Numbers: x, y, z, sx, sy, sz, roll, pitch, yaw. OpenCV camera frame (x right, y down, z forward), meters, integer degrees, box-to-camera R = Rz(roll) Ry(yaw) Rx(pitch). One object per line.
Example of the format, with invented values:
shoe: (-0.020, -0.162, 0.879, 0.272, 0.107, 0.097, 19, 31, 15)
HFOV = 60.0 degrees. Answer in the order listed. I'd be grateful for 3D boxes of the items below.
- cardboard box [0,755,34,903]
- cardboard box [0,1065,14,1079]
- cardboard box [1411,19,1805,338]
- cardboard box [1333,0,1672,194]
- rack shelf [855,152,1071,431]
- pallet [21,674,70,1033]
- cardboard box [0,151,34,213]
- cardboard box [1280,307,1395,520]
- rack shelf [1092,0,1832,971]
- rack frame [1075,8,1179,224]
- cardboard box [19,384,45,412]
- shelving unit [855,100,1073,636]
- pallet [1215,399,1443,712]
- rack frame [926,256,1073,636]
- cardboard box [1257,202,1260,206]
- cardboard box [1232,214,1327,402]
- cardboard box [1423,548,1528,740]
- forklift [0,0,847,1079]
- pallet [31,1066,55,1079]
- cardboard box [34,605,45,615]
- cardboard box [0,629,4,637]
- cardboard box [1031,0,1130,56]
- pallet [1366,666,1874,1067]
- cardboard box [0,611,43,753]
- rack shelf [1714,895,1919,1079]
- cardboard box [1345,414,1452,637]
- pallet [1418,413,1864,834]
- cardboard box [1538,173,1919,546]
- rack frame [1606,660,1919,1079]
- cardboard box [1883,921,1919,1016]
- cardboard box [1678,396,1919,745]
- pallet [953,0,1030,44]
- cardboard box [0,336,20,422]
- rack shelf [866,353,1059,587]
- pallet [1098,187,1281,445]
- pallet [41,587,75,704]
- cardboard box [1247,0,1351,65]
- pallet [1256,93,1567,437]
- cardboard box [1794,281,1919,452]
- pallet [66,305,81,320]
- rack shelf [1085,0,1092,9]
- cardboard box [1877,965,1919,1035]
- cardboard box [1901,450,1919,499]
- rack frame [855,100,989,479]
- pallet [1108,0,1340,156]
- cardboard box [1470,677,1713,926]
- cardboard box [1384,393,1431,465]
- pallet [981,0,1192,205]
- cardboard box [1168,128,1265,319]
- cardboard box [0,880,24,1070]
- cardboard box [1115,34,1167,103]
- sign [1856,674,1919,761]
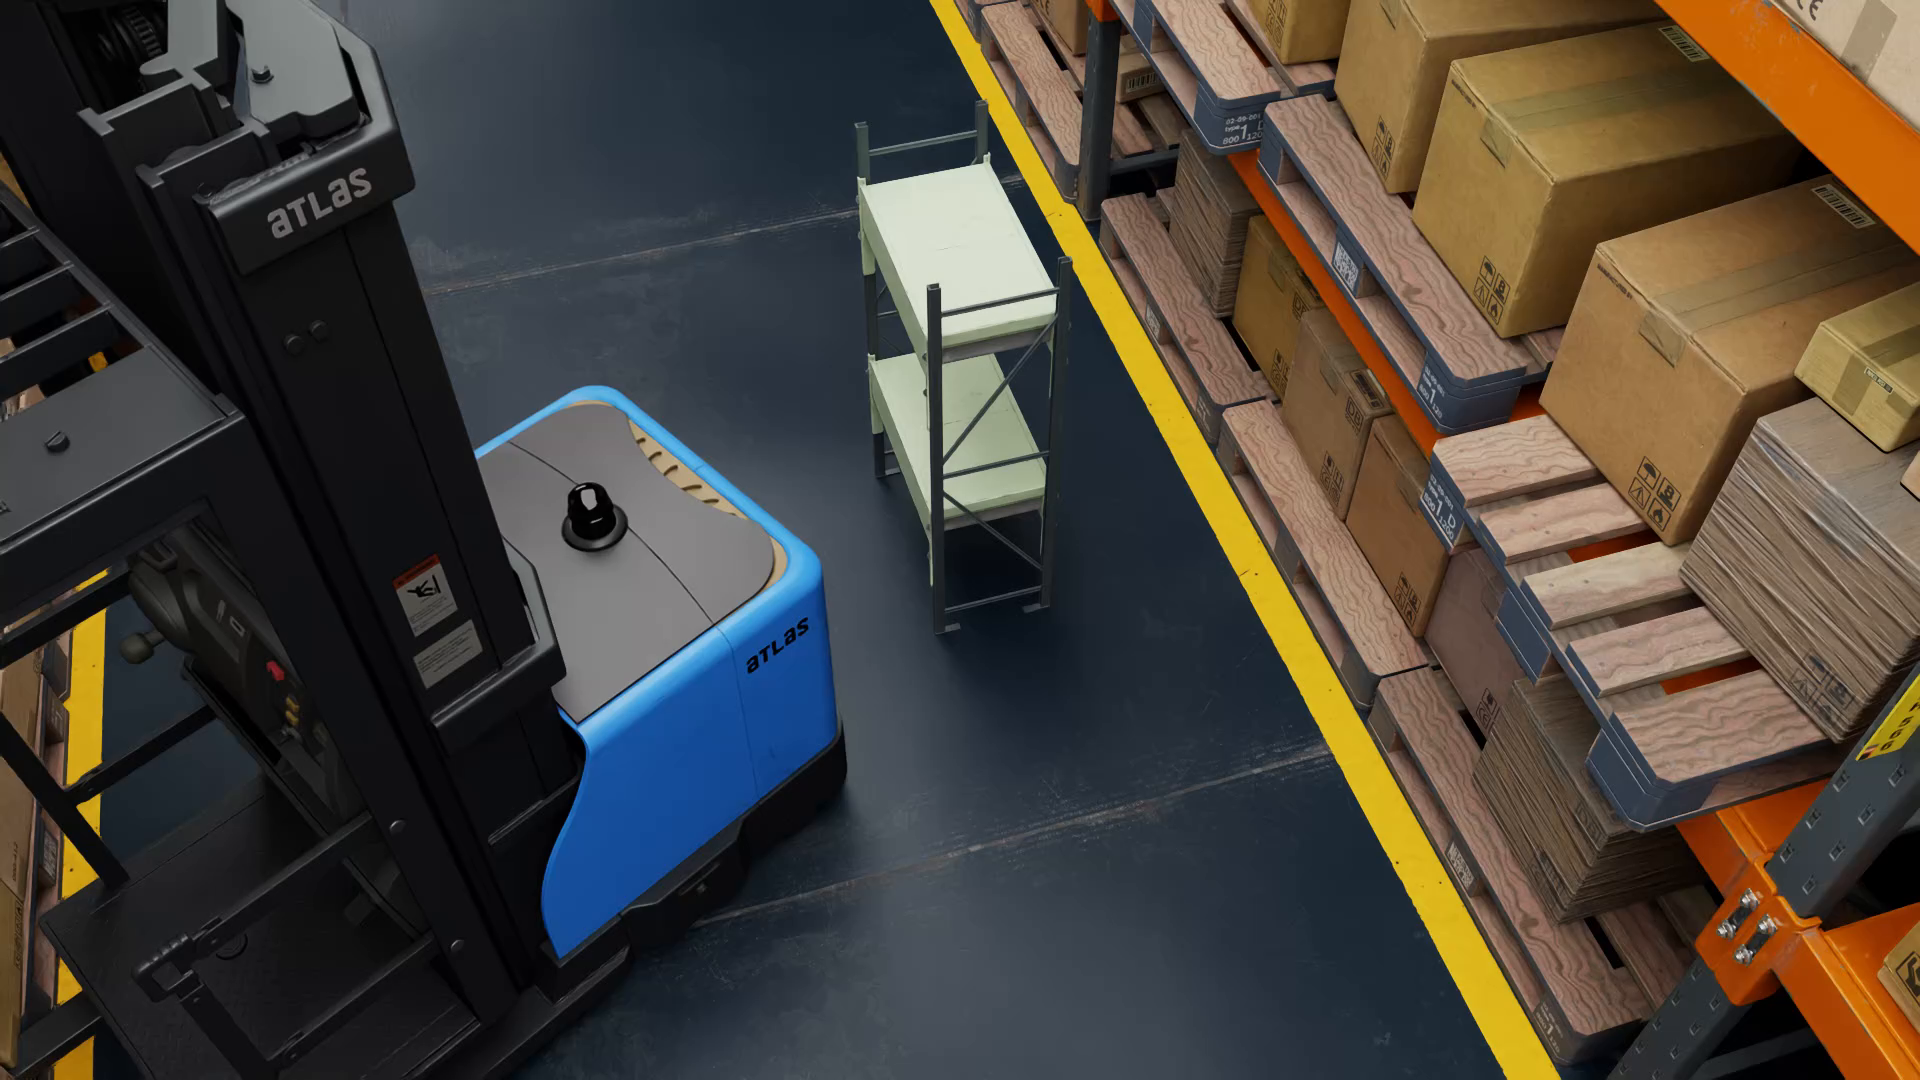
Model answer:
cardboard box: (-2.906, 0.800, 4.637, 0.500, 0.250, 0.500, -12, 51, -10)
cardboard box: (-2.596, 1.553, 4.002, 0.500, 0.250, 0.500, -15, 51, -12)
cardboard box: (1.621, -0.924, 4.214, 0.700, 0.500, 0.500, -13, 51, -11)
cardboard box: (1.477, -1.337, 4.562, 0.700, 0.500, 0.500, -7, 50, -6)
rack shelf: (-0.002, -0.740, 4.882, 0.431, 0.370, 0.720, -13, 51, -11)
pallet: (-3.135, 1.018, 4.754, 1.003, 0.211, 1.213, -13, 51, -11)
cardboard box: (-3.593, -1.203, 5.836, 0.500, 0.500, 0.500, -13, 51, -11)
cardboard box: (1.523, -0.480, 5.540, 0.700, 0.500, 0.500, -13, 51, -11)
rack shelf: (1.568, -0.733, 4.877, 1.077, 0.370, 4.000, -13, 51, -11)
rack frame: (0.976, -2.426, 5.833, 1.000, 3.000, 0.127, -13, 51, -11)
cardboard box: (-3.355, -0.315, 5.577, 0.500, 0.250, 0.500, -14, 51, -11)
shelving unit: (-0.002, -0.488, 5.181, 0.431, 1.500, 0.755, -13, 51, -11)
pallet: (1.572, -0.066, 5.668, 1.003, 0.211, 1.213, -13, 51, -11)
rack frame: (0.106, -0.221, 4.955, 0.400, 1.500, 0.023, -13, 51, -11)
cardboard box: (1.343, -1.149, 5.613, 0.500, 0.250, 0.500, -14, 51, -12)
cardboard box: (1.411, -0.862, 5.862, 0.700, 0.500, 0.500, -14, 51, -12)
cardboard box: (1.855, 0.243, 4.931, 0.700, 0.500, 0.500, -13, 51, -11)
forklift: (-1.743, 0.335, 3.550, 3.031, 2.935, 1.130, -37, 59, -27)
pallet: (-2.778, 1.907, 4.004, 1.003, 0.211, 1.213, -13, 51, -11)
cardboard box: (-3.207, 0.055, 5.266, 0.500, 0.250, 0.500, -14, 51, -12)
cardboard box: (-3.056, 0.242, 4.741, 0.500, 0.311, 0.500, -13, 51, -11)
cardboard box: (0.631, -2.511, 7.252, 0.500, 0.500, 0.500, -17, 52, -14)
pallet: (1.930, 0.823, 4.918, 1.003, 0.211, 1.213, -13, 51, -11)
cardboard box: (-3.055, 0.428, 4.951, 0.500, 0.250, 0.500, -12, 51, -10)
rack shelf: (2.751, 2.188, 2.414, 1.077, 0.370, 4.000, -13, 51, -11)
cardboard box: (1.681, -0.114, 5.231, 0.700, 0.500, 0.500, -14, 51, -11)
pallet: (1.847, 0.061, 3.862, 1.213, 0.211, 1.003, -13, 51, -11)
cardboard box: (1.820, -0.422, 3.790, 0.700, 0.500, 0.500, -18, 52, -14)
rack frame: (2.159, 0.496, 3.370, 1.000, 3.000, 0.127, -13, 51, -11)
cardboard box: (2.058, 0.774, 2.863, 0.500, 0.500, 0.500, -12, 51, -10)
cardboard box: (2.011, -0.019, 3.451, 0.700, 0.500, 0.500, -19, 52, -15)
pallet: (0.380, -2.902, 8.059, 1.003, 0.211, 1.213, -13, 51, -11)
cardboard box: (-3.361, -0.502, 5.368, 0.500, 0.311, 0.500, -13, 51, -11)
rack shelf: (-0.002, -0.278, 5.430, 0.431, 0.370, 0.720, -13, 51, -11)
pallet: (1.208, -0.959, 6.420, 1.003, 0.211, 1.213, -13, 51, -11)
pallet: (-3.499, 0.125, 5.507, 1.003, 0.211, 1.213, -13, 51, -11)
cardboard box: (1.253, -1.811, 4.961, 0.700, 0.500, 0.500, -9, 50, -7)
pallet: (1.535, -0.879, 4.655, 1.003, 0.211, 1.213, -13, 51, -11)
cardboard box: (1.919, -0.364, 3.318, 0.380, 0.149, 0.250, -21, 53, -17)
pallet: (-3.950, -0.995, 6.450, 1.003, 0.211, 1.213, -13, 51, -11)
rack shelf: (0.385, -3.655, 7.340, 1.077, 0.370, 4.000, -13, 51, -11)
cardboard box: (2.035, 0.863, 3.212, 0.380, 0.149, 0.250, -14, 51, -12)
cardboard box: (2.029, -0.133, 3.123, 0.380, 0.149, 0.250, -19, 53, -16)
rack frame: (-0.110, -0.756, 5.406, 0.400, 1.500, 0.023, -13, 51, -11)
pallet: (1.063, -1.773, 5.408, 1.003, 0.211, 1.213, -13, 51, -11)
cardboard box: (1.897, 0.645, 4.591, 0.700, 0.500, 0.500, -13, 51, -10)
cardboard box: (1.631, -0.401, 4.983, 0.500, 0.250, 0.500, -14, 51, -11)
pallet: (0.744, -2.010, 7.306, 1.003, 0.211, 1.213, -13, 51, -11)
cardboard box: (1.210, -1.228, 6.171, 0.700, 0.500, 0.500, -12, 51, -10)
cardboard box: (-2.755, 1.175, 4.321, 0.500, 0.250, 0.500, -15, 51, -12)
cardboard box: (0.790, -2.038, 7.072, 0.380, 0.166, 0.250, -19, 53, -16)
sign: (1.644, 0.277, 2.849, 0.100, 0.325, 0.005, -13, 51, -11)
